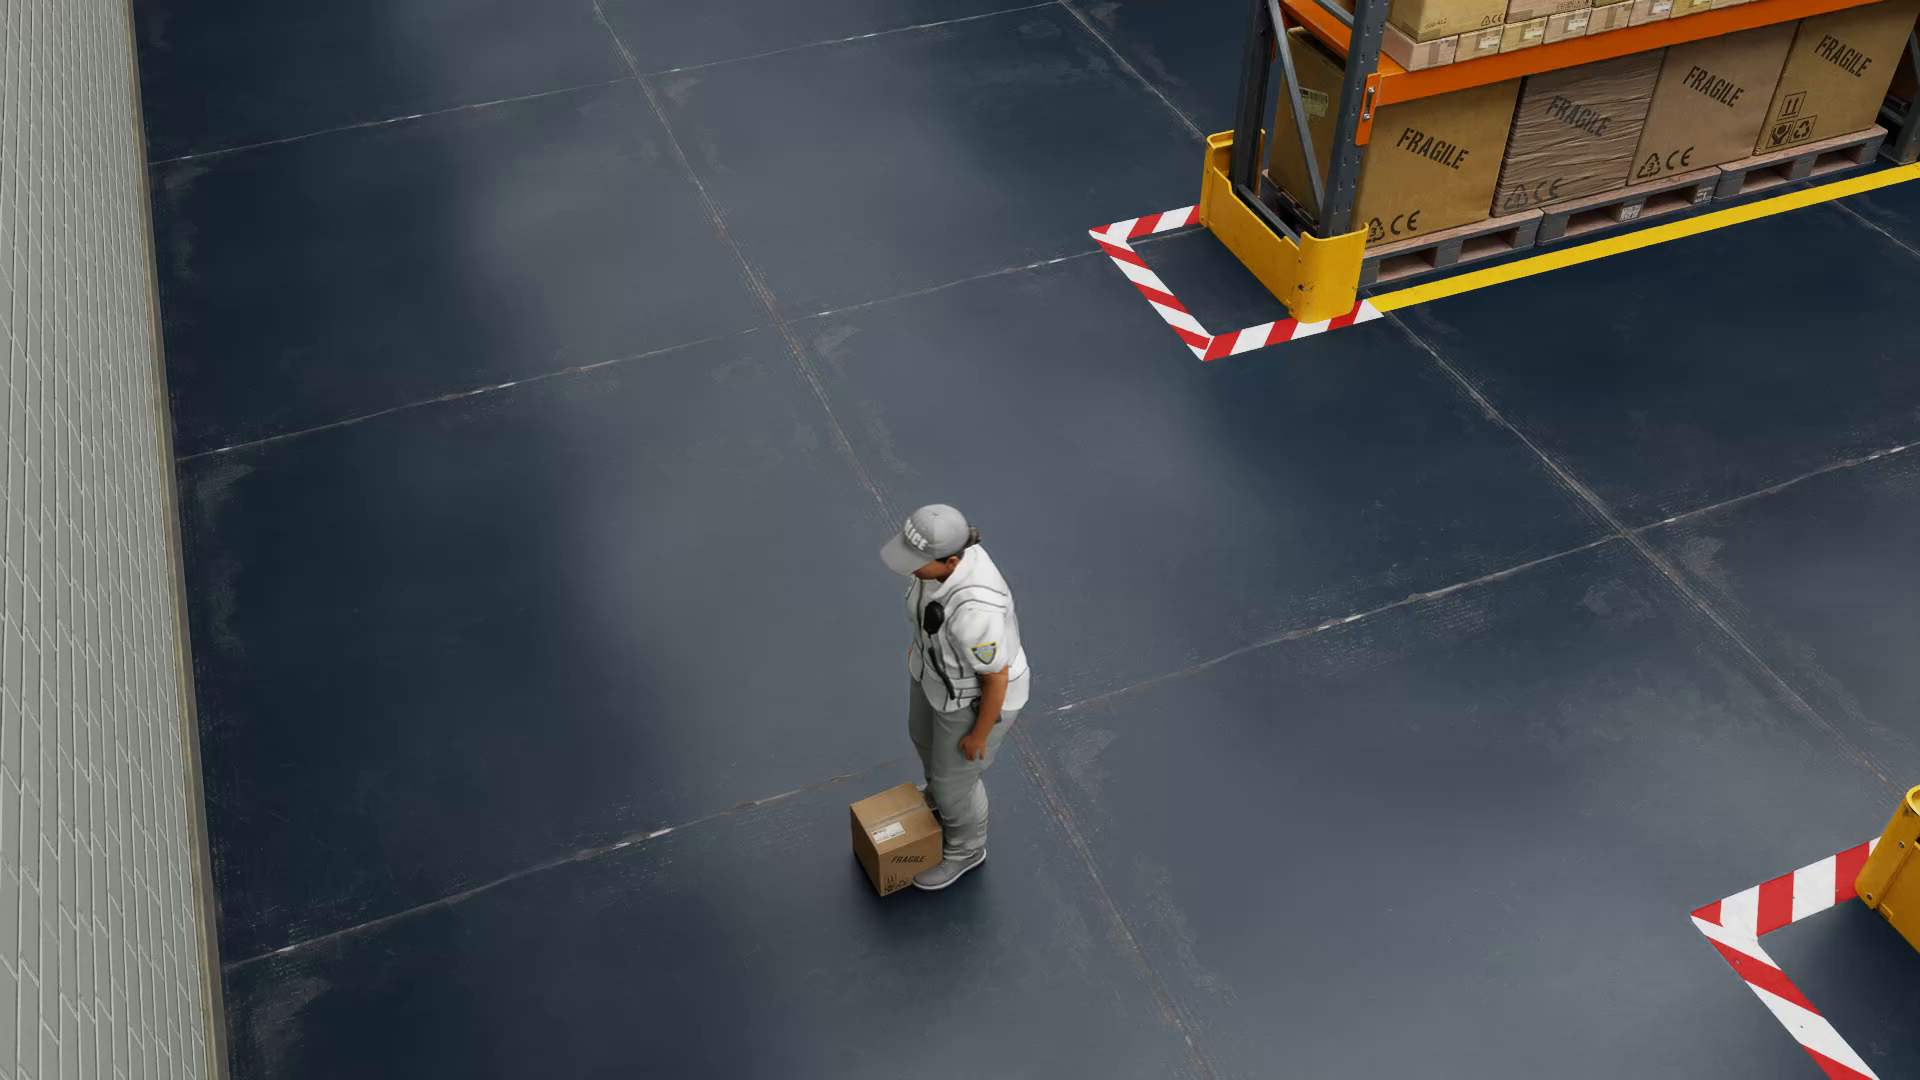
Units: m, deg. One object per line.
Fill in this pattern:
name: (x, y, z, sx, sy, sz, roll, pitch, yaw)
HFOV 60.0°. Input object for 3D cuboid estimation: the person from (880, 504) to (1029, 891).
person: (-0.032, 0.496, 5.604, 0.473, 1.666, 0.548, -16, 44, -17)
